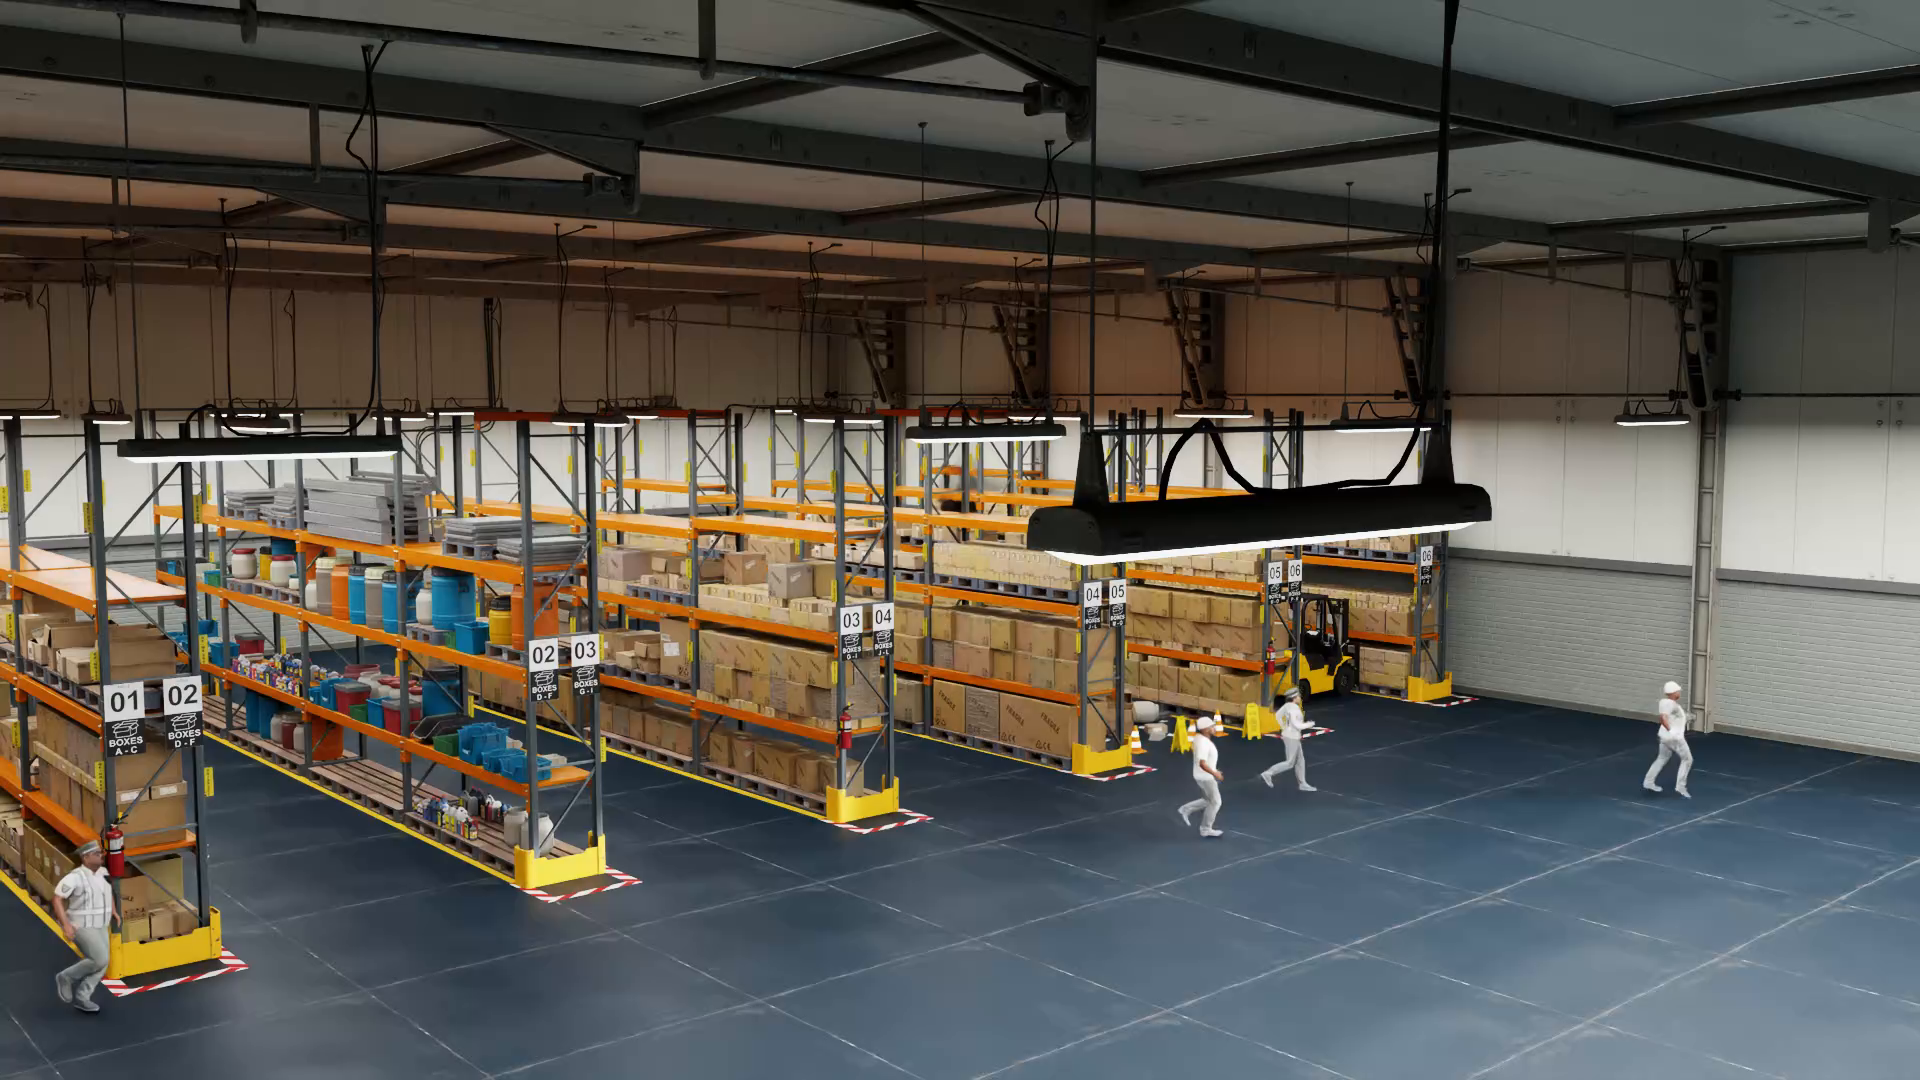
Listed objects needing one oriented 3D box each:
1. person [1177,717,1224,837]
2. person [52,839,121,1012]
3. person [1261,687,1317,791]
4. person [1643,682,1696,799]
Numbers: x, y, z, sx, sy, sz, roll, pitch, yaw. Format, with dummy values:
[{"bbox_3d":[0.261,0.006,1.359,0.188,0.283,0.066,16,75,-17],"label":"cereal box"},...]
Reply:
[{"bbox_3d":[3.442,3.382,23.799,0.622,1.723,0.749,0,5,0],"label":"person"},{"bbox_3d":[-8.979,3.967,17.231,0.544,1.704,0.700,1,5,10],"label":"person"},{"bbox_3d":[5.225,3.158,26.383,0.886,1.675,0.612,0,5,2],"label":"person"},{"bbox_3d":[11.181,3.148,26.131,0.781,1.847,0.660,0,5,0],"label":"person"}]
